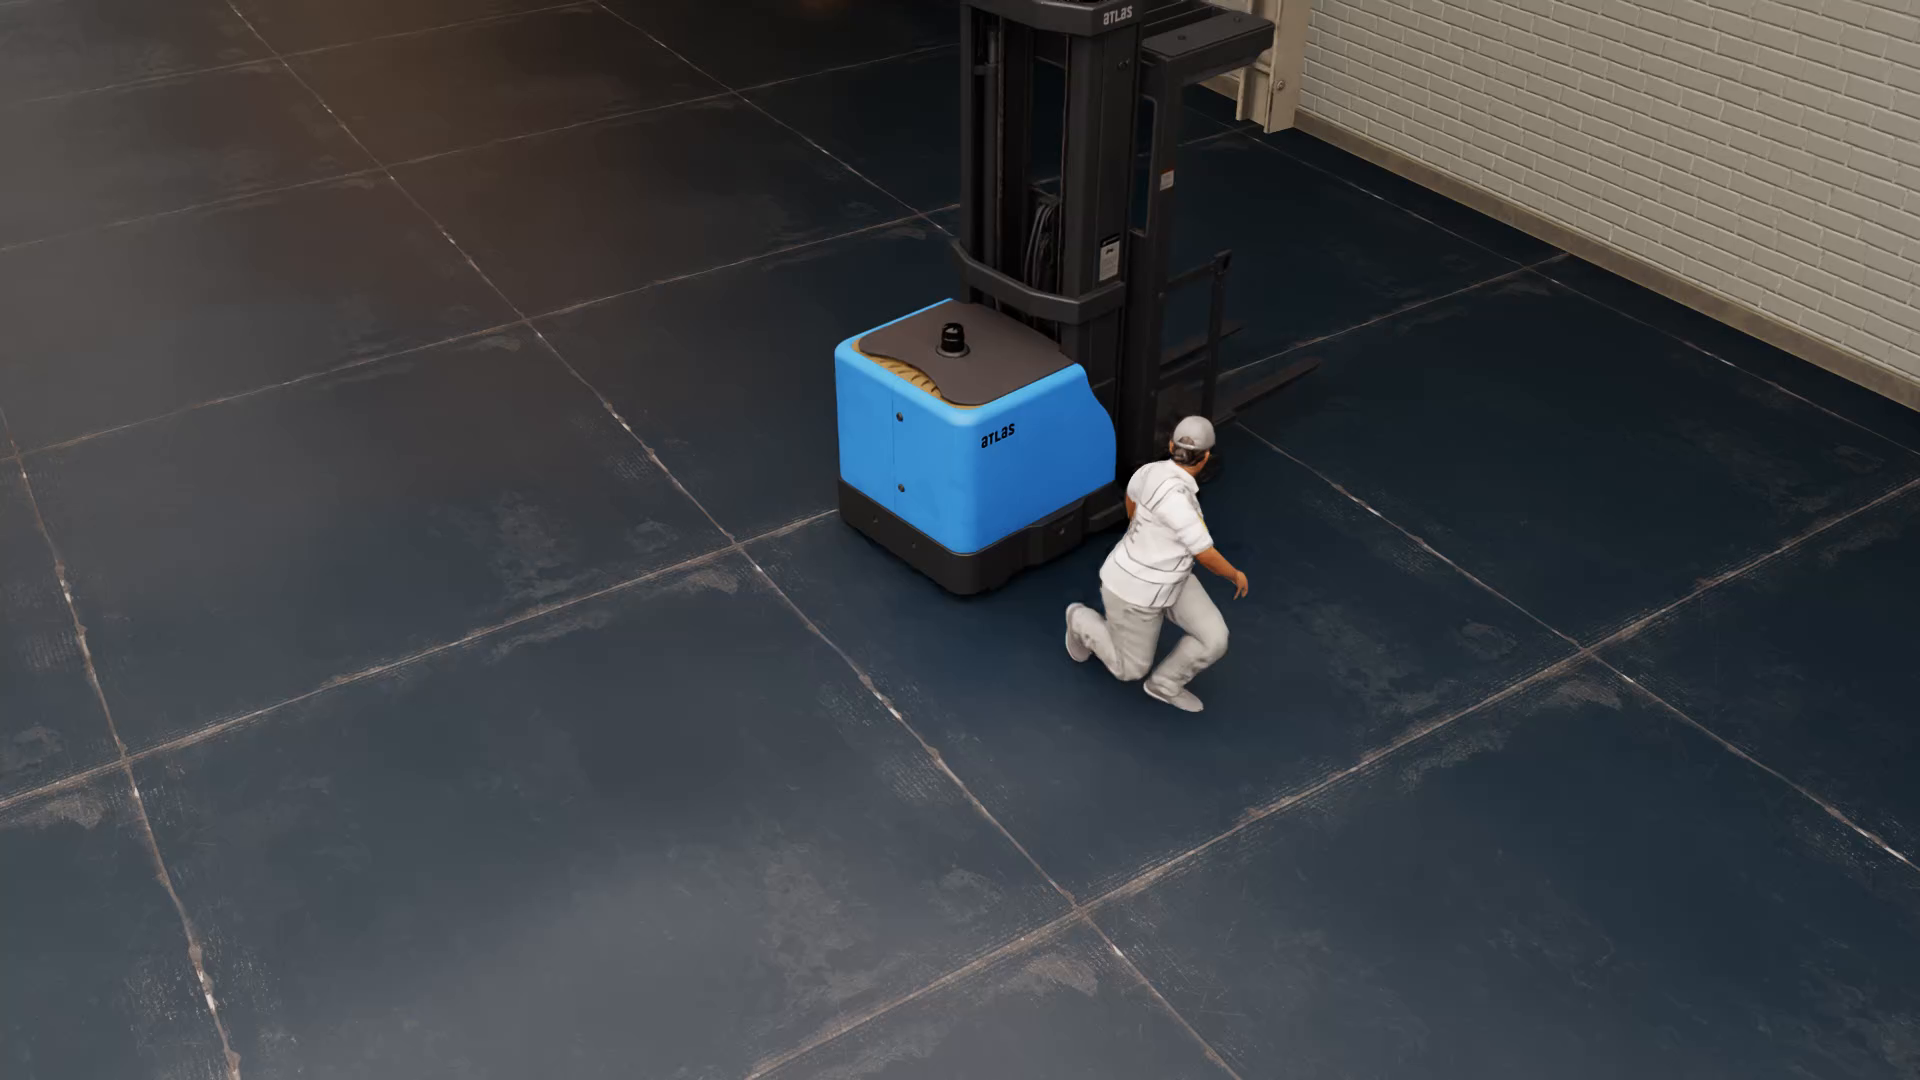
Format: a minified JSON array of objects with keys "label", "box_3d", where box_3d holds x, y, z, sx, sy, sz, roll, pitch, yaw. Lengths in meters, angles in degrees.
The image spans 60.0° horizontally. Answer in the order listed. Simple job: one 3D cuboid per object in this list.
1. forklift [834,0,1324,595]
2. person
[{"label":"forklift","box_3d":[0.799,-1.648,8.493,3.031,2.935,1.130,-27,43,-33]},{"label":"person","box_3d":[0.866,0.103,7.351,0.846,1.444,0.597,18,39,24]}]
